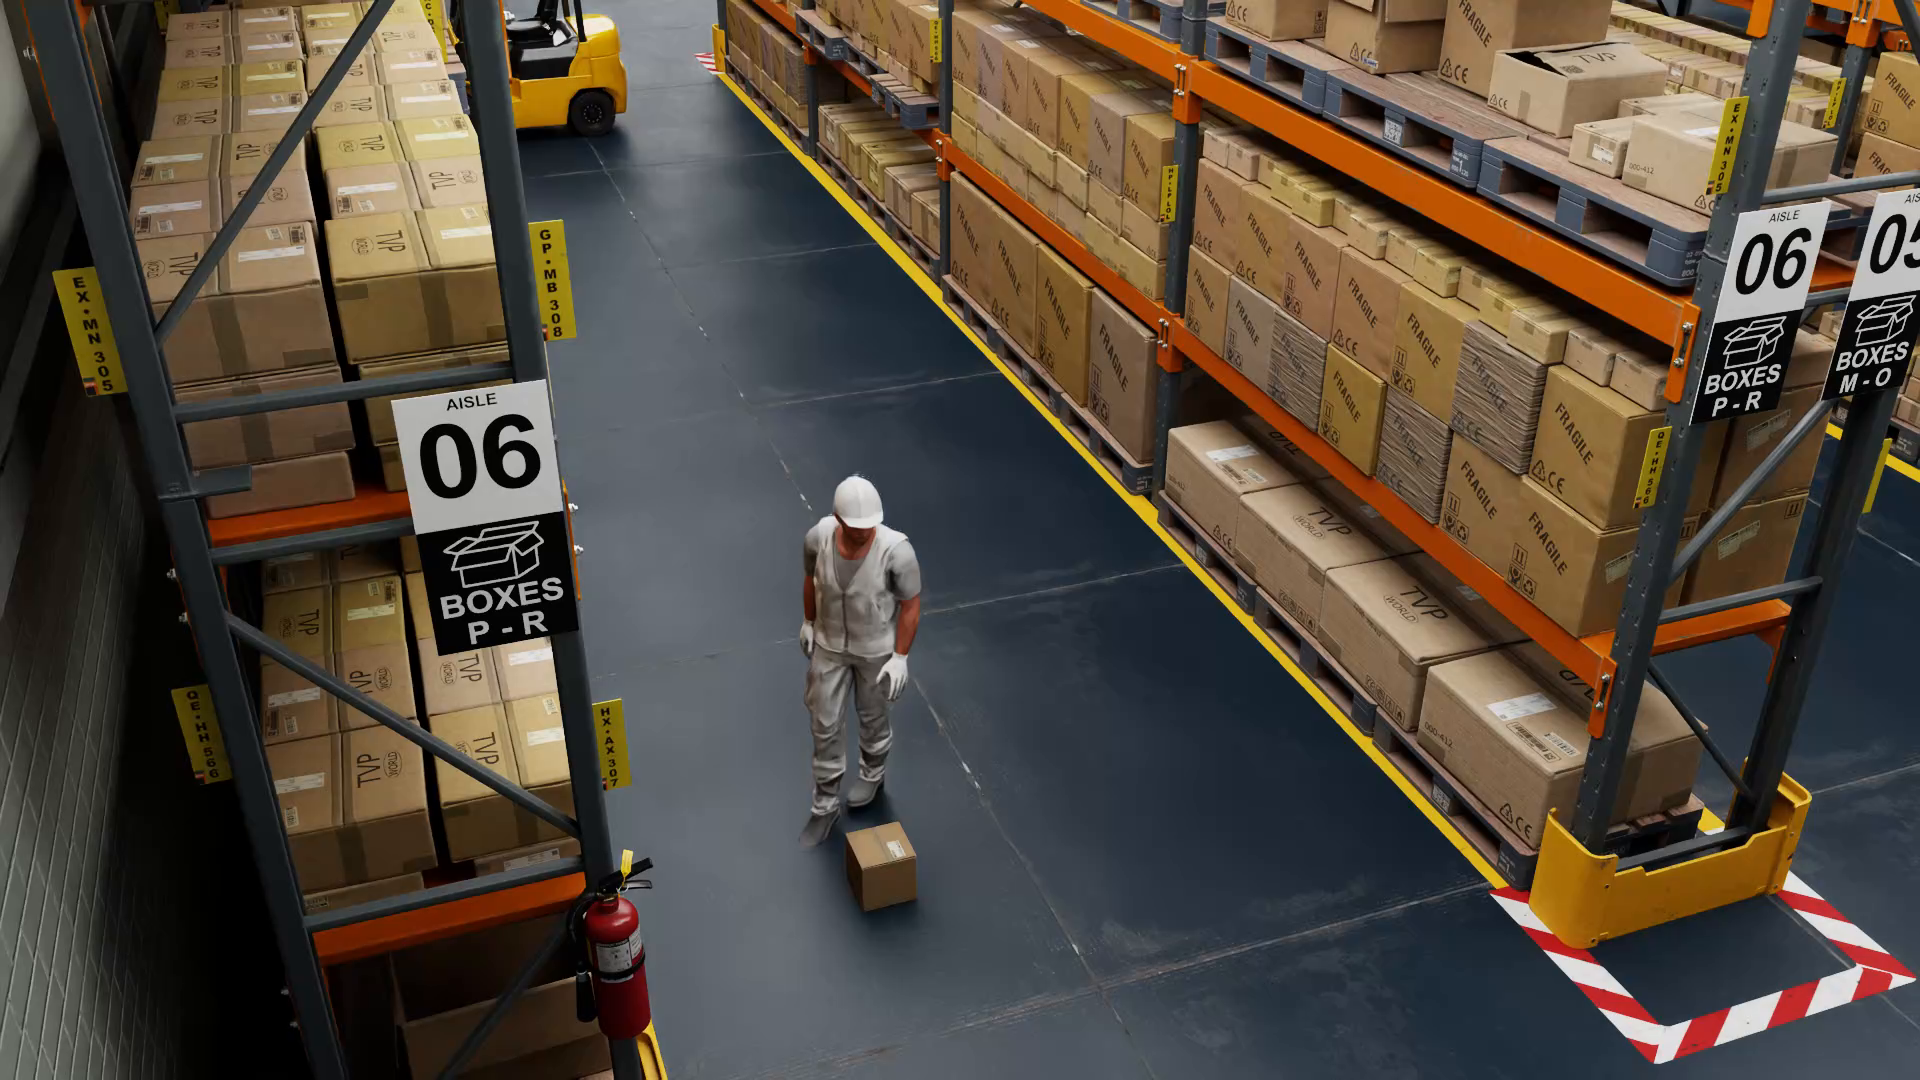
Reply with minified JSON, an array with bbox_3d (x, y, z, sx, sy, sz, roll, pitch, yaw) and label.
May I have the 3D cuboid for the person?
[{"bbox_3d":[-0.483,0.538,7.395,0.601,1.830,0.599,8,30,13],"label":"person"}]
